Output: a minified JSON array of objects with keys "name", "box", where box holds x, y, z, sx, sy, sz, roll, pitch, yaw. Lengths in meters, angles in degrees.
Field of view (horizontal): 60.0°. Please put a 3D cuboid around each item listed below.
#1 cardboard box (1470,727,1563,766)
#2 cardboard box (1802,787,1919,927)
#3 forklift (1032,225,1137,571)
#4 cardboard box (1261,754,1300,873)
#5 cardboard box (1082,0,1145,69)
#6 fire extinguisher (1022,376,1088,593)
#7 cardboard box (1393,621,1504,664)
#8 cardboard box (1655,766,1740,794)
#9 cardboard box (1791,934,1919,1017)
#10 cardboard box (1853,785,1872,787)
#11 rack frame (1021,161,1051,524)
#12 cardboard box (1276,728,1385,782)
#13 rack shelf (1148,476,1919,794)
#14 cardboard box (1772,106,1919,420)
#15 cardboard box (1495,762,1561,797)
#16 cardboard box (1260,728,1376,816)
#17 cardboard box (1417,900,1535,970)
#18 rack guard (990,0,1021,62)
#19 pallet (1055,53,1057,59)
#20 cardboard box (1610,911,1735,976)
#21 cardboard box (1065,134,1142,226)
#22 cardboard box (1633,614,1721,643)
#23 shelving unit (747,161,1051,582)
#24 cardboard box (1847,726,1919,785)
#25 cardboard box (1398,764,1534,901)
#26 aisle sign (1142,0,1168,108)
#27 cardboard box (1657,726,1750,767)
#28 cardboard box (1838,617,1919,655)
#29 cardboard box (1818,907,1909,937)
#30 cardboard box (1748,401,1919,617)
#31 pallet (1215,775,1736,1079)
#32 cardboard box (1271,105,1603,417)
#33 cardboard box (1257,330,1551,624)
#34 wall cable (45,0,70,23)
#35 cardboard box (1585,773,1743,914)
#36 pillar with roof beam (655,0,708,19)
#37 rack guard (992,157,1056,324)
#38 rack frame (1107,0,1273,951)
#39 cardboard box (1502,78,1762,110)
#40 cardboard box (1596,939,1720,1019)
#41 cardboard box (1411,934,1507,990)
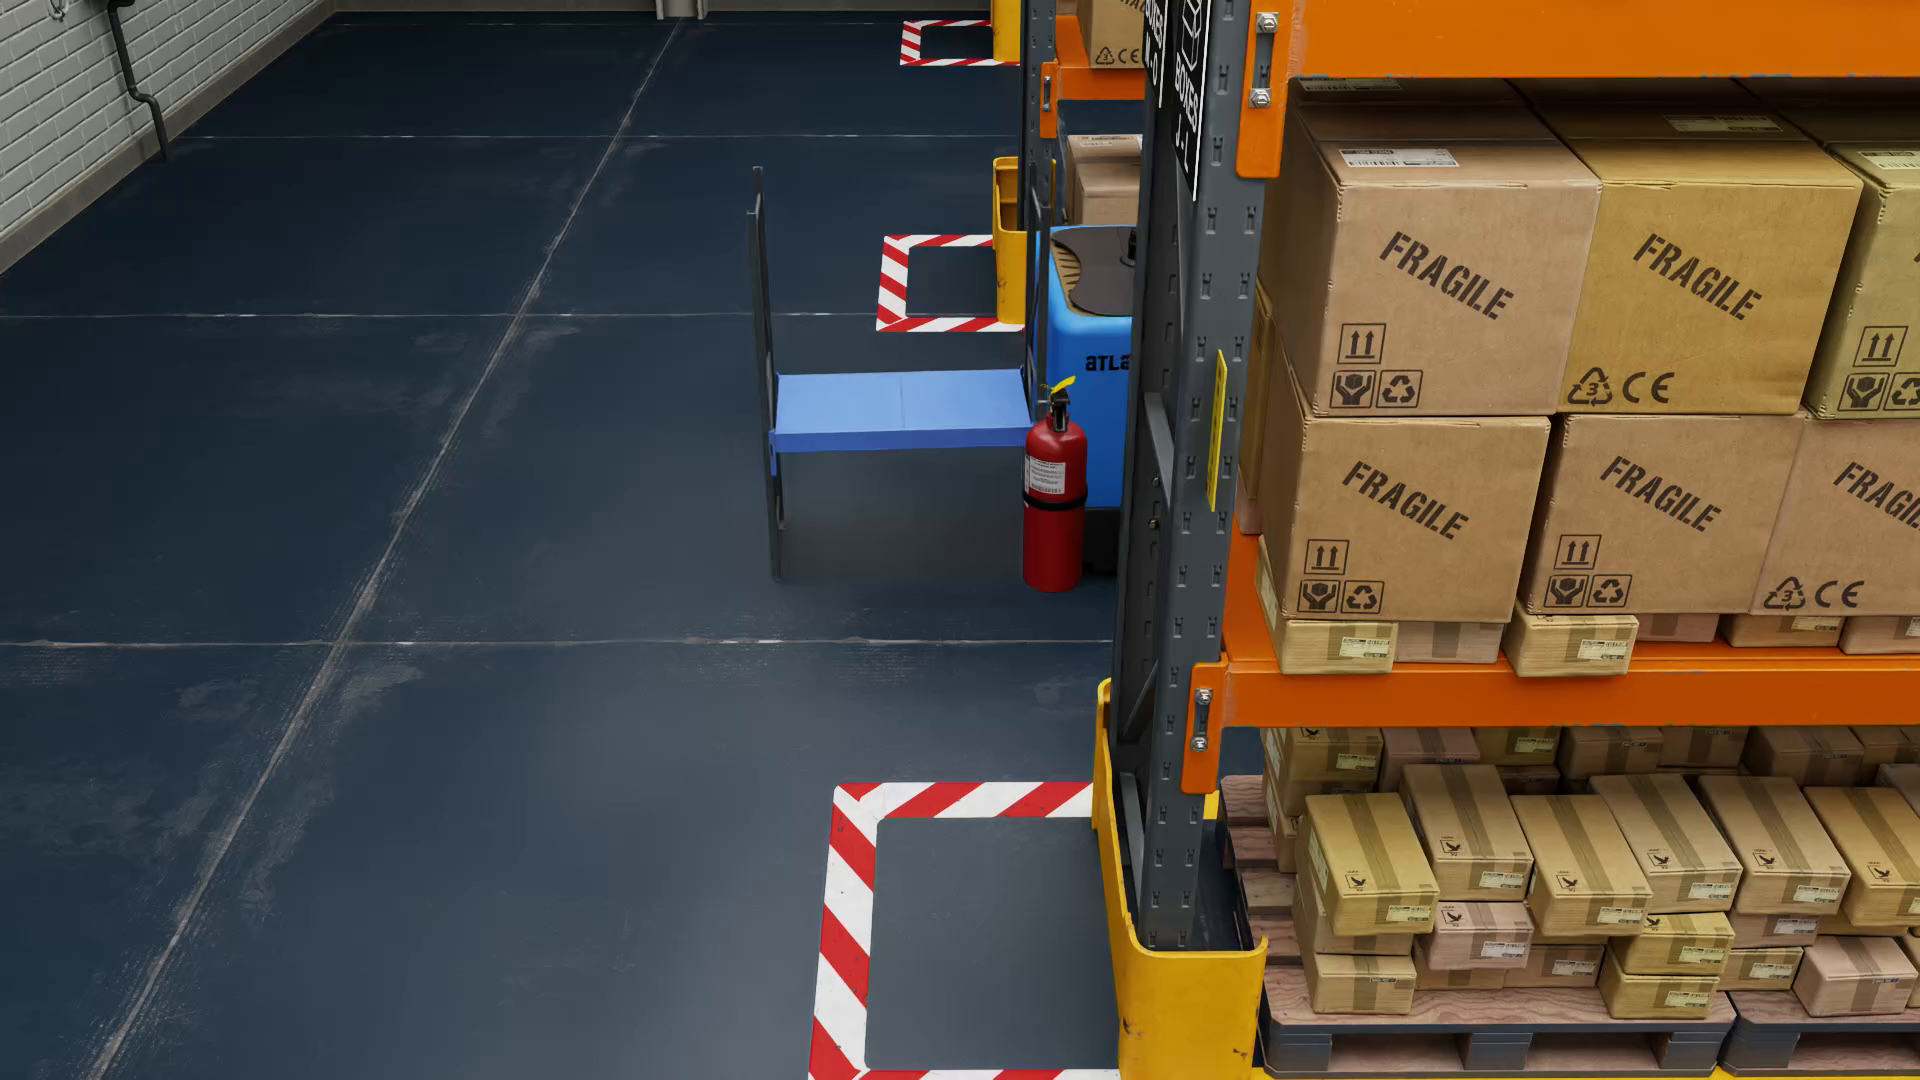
[{"name":"cardboard box","box":[1.556,0.482,4.834,0.250,0.149,0.380,-1,31,-1]},{"name":"cardboard box","box":[2.360,0.813,4.289,0.250,0.149,0.380,0,31,0]},{"name":"forklift","box":[1.813,-1.416,6.259,3.031,2.935,1.130,-2,31,-3]},{"name":"cardboard box","box":[1.043,0.797,4.888,0.250,0.149,0.380,0,31,1]},{"name":"cardboard box","box":[0.869,-2.595,8.039,0.500,0.500,0.500,0,31,-1]},{"name":"fire extinguisher","box":[0.263,-0.179,4.587,0.183,0.674,0.296,0,31,0]},{"name":"cardboard box","box":[1.098,0.122,3.900,0.250,0.149,0.380,1,31,1]},{"name":"cardboard box","box":[2.081,0.619,4.895,0.250,0.149,0.380,0,31,0]},{"name":"cardboard box","box":[2.314,1.074,4.432,0.250,0.149,0.380,-2,31,-3]},{"name":"cardboard box","box":[2.613,0.613,4.905,0.250,0.149,0.380,0,31,0]},{"name":"rack frame","box":[0.284,-0.637,6.355,0.032,1.500,0.500,-2,31,-3]},{"name":"cardboard box","box":[1.046,0.519,4.772,0.250,0.149,0.380,0,31,0]},{"name":"rack shelf","box":[2.518,0.169,4.274,4.000,0.370,1.077,0,31,0]},{"name":"cardboard box","box":[1.993,-0.589,3.481,0.500,0.500,0.500,-1,31,-1]},{"name":"cardboard box","box":[1.564,0.627,4.881,0.250,0.149,0.380,-1,31,-2]},{"name":"cardboard box","box":[1.044,0.630,4.877,0.250,0.149,0.380,-1,31,-2]},{"name":"cardboard box","box":[1.318,0.940,4.366,0.250,0.149,0.380,0,31,-1]},{"name":"rack guard","box":[0.429,-4.206,13.200,0.348,0.500,1.175,0,31,0]},{"name":"pallet","box":[1.227,-4.085,13.280,1.213,0.211,1.003,0,31,0]},{"name":"cardboard box","box":[1.819,0.948,4.352,0.250,0.149,0.380,1,31,1]},{"name":"cardboard box","box":[1.047,-1.838,8.953,0.875,0.438,0.875,-1,31,-2]},{"name":"cardboard box","box":[1.626,0.077,3.974,0.250,0.149,0.380,1,31,2]},{"name":"shelving unit","box":[-0.223,-0.622,6.329,1.048,1.500,0.538,-2,31,-3]},{"name":"cardboard box","box":[2.609,0.525,4.763,0.250,0.149,0.380,0,31,0]},{"name":"cardboard box","box":[1.319,0.764,4.369,0.250,0.149,0.380,0,31,1]},{"name":"aisle sign","box":[0.443,-1.399,3.659,0.004,0.787,0.394,0,31,0]},{"name":"cardboard box","box":[2.083,0.484,4.831,0.250,0.149,0.380,1,31,2]},{"name":"cardboard box","box":[2.144,0.102,3.932,0.250,0.149,0.380,-1,31,-1]},{"name":"cardboard box","box":[2.355,0.876,4.471,0.250,0.149,0.380,1,31,2]},{"name":"cardboard box","box":[1.994,-0.170,3.756,0.500,0.500,0.500,0,31,0]},{"name":"pallet","box":[1.407,1.075,4.774,1.213,0.211,1.003,0,31,0]},{"name":"cardboard box","box":[0.969,-0.594,3.490,0.500,0.500,0.500,0,31,-1]},{"name":"cardboard box","box":[0.969,-0.161,3.740,0.500,0.500,0.500,1,31,2]},{"name":"wall cable","box":[-5.272,-3.840,9.208,0.122,1.984,0.588,0,31,0]},{"name":"cardboard box","box":[1.819,0.786,4.333,0.250,0.149,0.380,-2,31,-3]},{"name":"pillar with roof beam","box":[-2.322,-6.065,8.072,0.400,9.000,9.100,0,31,0]},{"name":"rack guard","box":[0.363,-1.631,8.956,0.348,0.500,1.175,0,31,0]},{"name":"rack frame","box":[0.518,-0.133,4.077,0.127,3.000,1.000,0,31,0]},{"name":"cardboard box","box":[1.481,-0.862,3.932,0.500,0.500,0.500,-1,31,-2]},{"name":"cardboard box","box":[1.810,1.080,4.422,0.250,0.149,0.380,0,31,0]},{"name":"cardboard box","box":[1.305,1.028,4.508,0.250,0.149,0.380,0,31,0]}]
